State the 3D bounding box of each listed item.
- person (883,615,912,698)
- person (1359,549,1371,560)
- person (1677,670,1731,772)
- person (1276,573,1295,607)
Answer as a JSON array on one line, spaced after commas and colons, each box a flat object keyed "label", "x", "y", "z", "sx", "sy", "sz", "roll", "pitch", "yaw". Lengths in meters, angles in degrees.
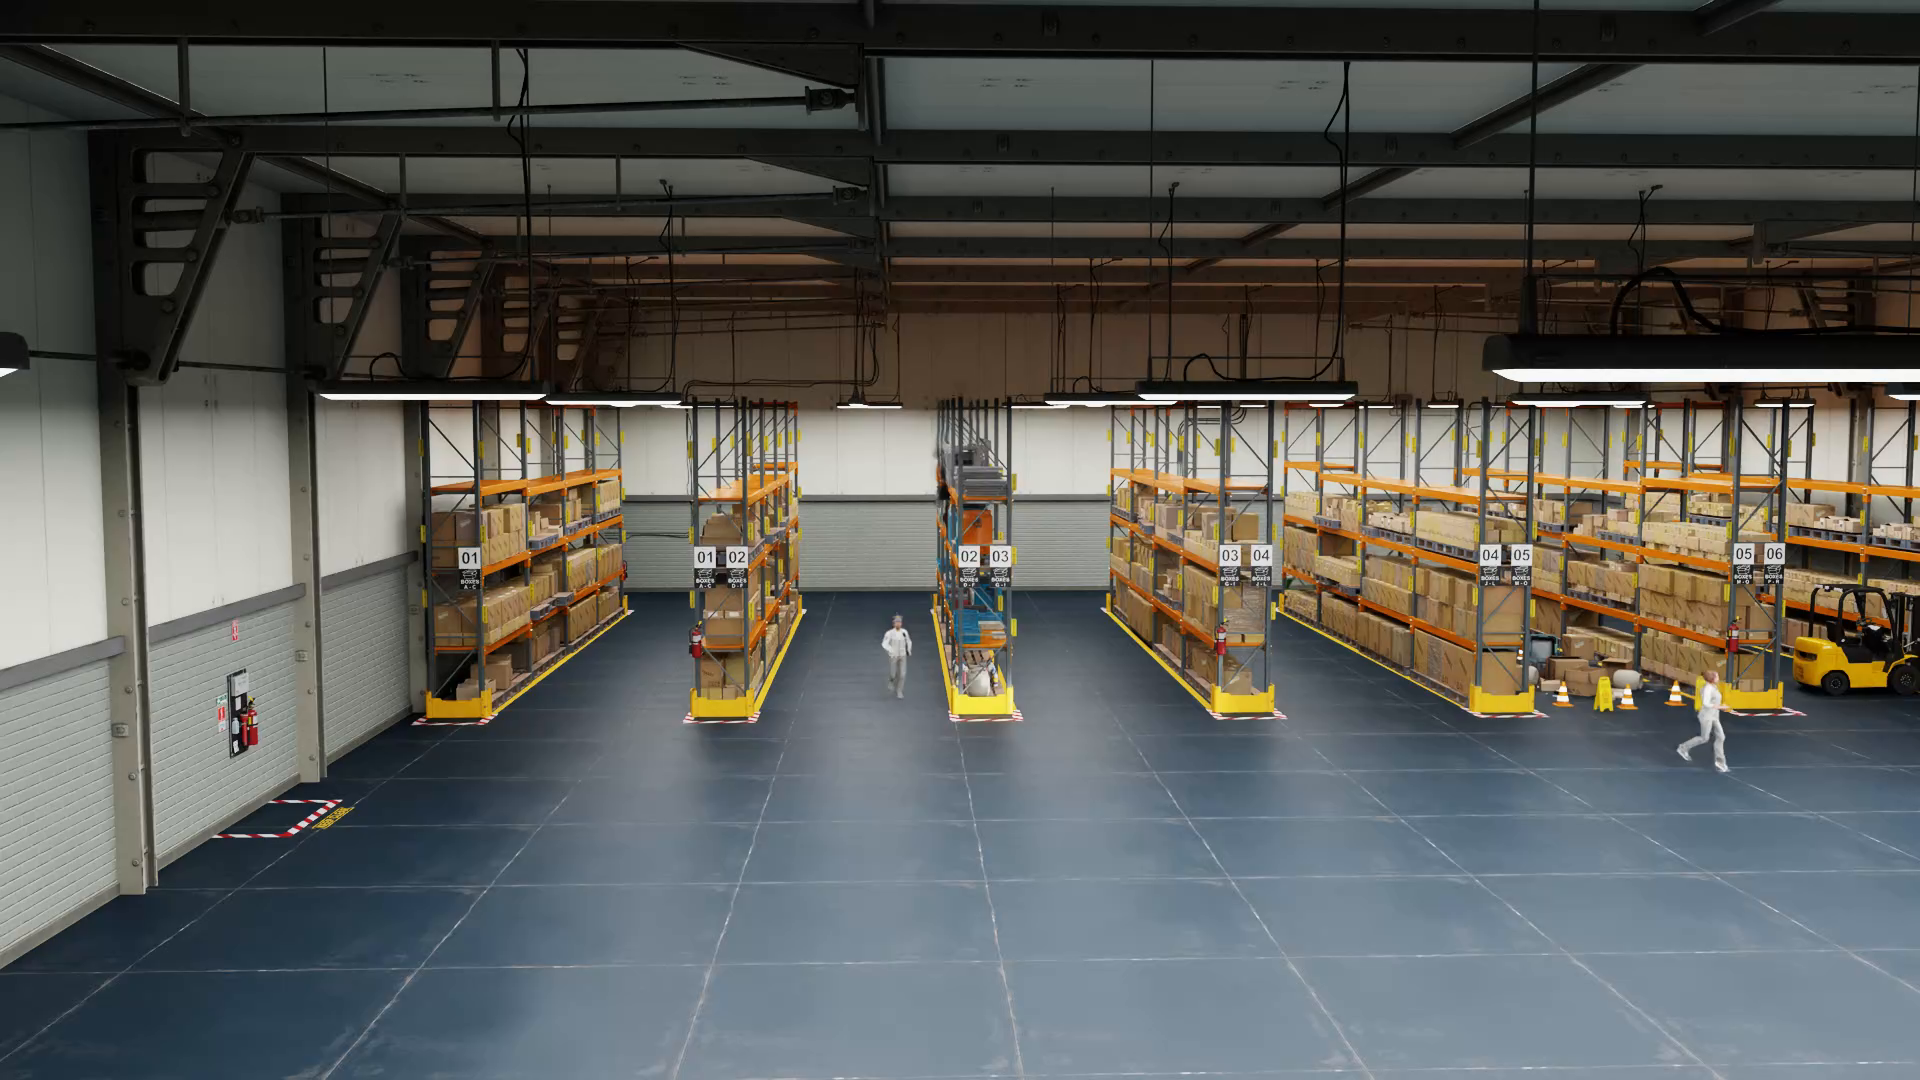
[{"label": "person", "x": -1.243, "y": 2.324, "z": 33.335, "sx": 0.620, "sy": 1.645, "sz": 0.652, "roll": -1, "pitch": 5, "yaw": -15}, {"label": "person", "x": 11.988, "y": 0.983, "z": 49.852, "sx": 1.007, "sy": 1.767, "sz": 0.709, "roll": -2, "pitch": 5, "yaw": -26}, {"label": "person", "x": 11.937, "y": 2.884, "z": 26.631, "sx": 0.826, "sy": 1.641, "sz": 0.569, "roll": 3, "pitch": 6, "yaw": 38}, {"label": "person", "x": 9.655, "y": 1.118, "z": 48.627, "sx": 0.648, "sy": 1.752, "sz": 0.668, "roll": -2, "pitch": 5, "yaw": -22}]
